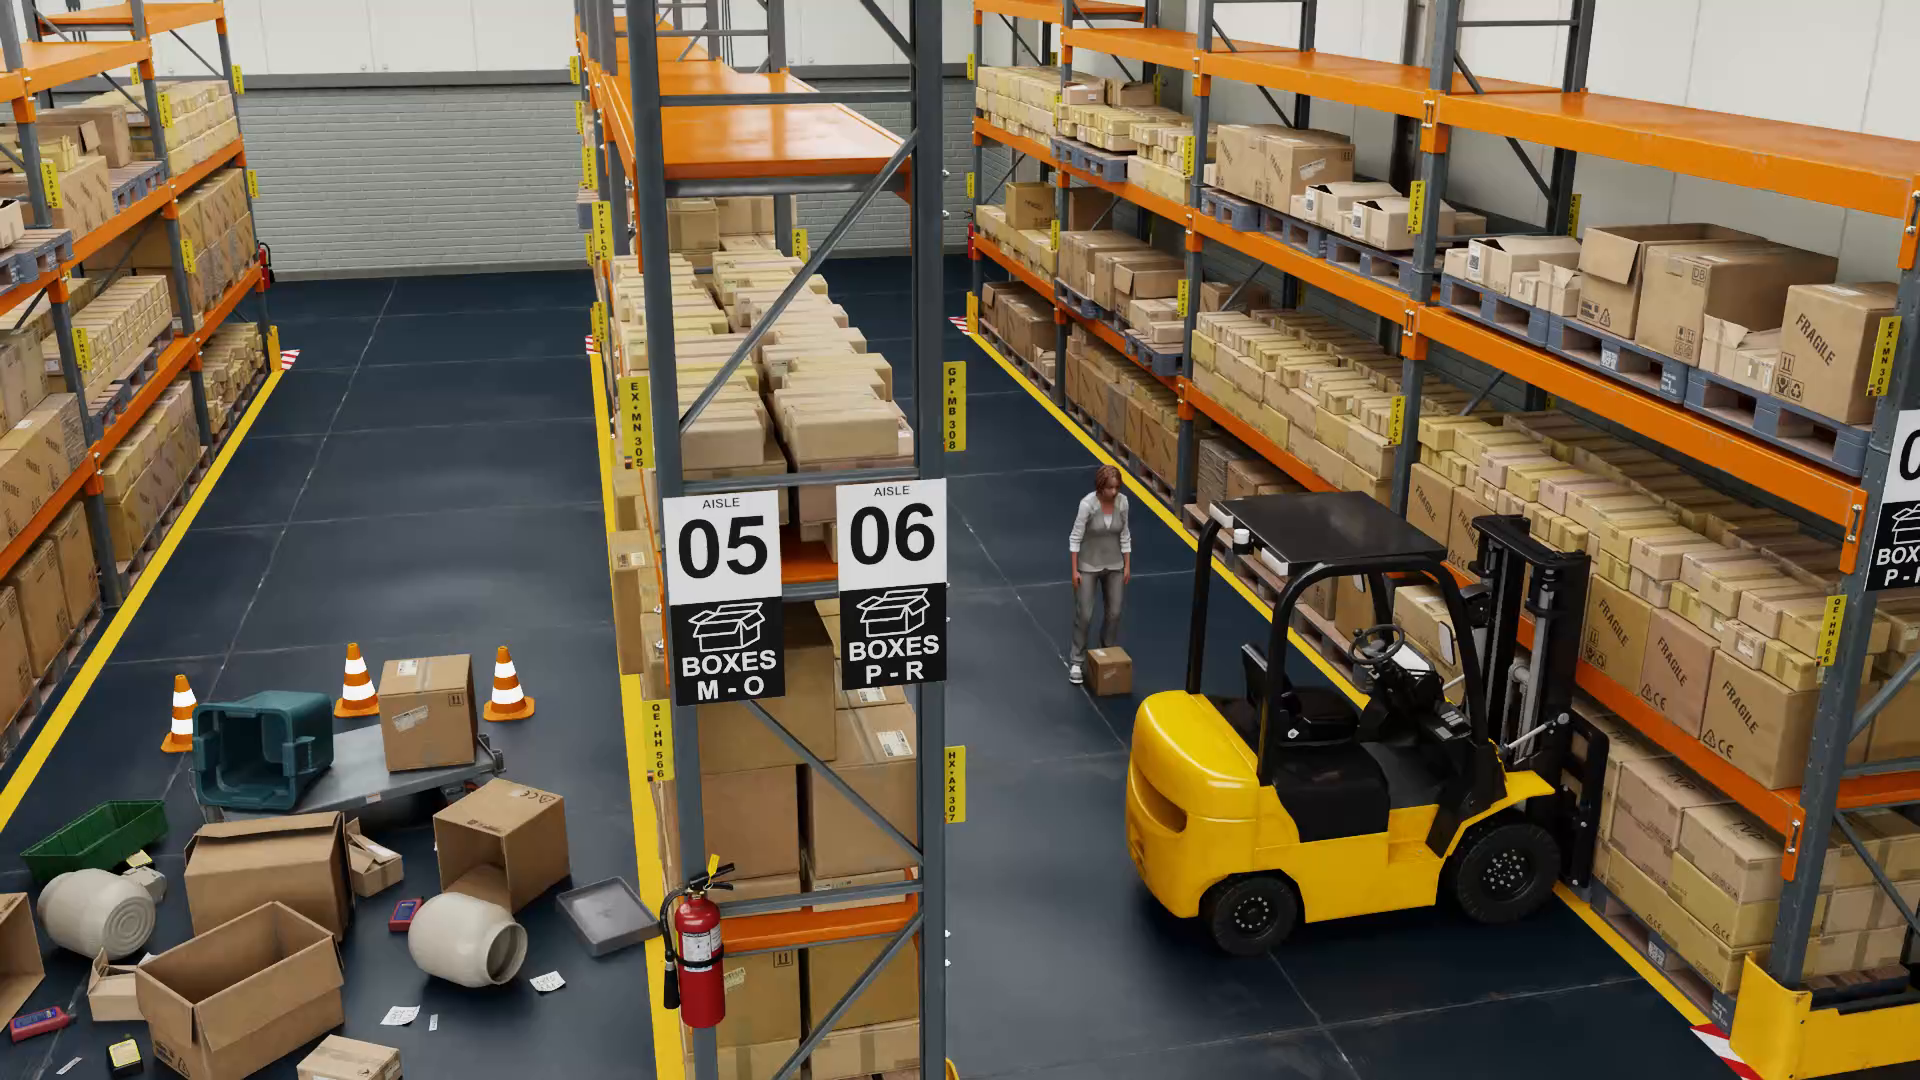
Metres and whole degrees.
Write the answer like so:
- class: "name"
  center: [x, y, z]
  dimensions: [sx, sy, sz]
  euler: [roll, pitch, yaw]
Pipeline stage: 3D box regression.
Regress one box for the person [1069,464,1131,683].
- class: "person"
  center: [0.988, 0.218, 11.738]
  dimensions: [0.472, 1.592, 0.347]
  euler: [-6, 21, -15]
